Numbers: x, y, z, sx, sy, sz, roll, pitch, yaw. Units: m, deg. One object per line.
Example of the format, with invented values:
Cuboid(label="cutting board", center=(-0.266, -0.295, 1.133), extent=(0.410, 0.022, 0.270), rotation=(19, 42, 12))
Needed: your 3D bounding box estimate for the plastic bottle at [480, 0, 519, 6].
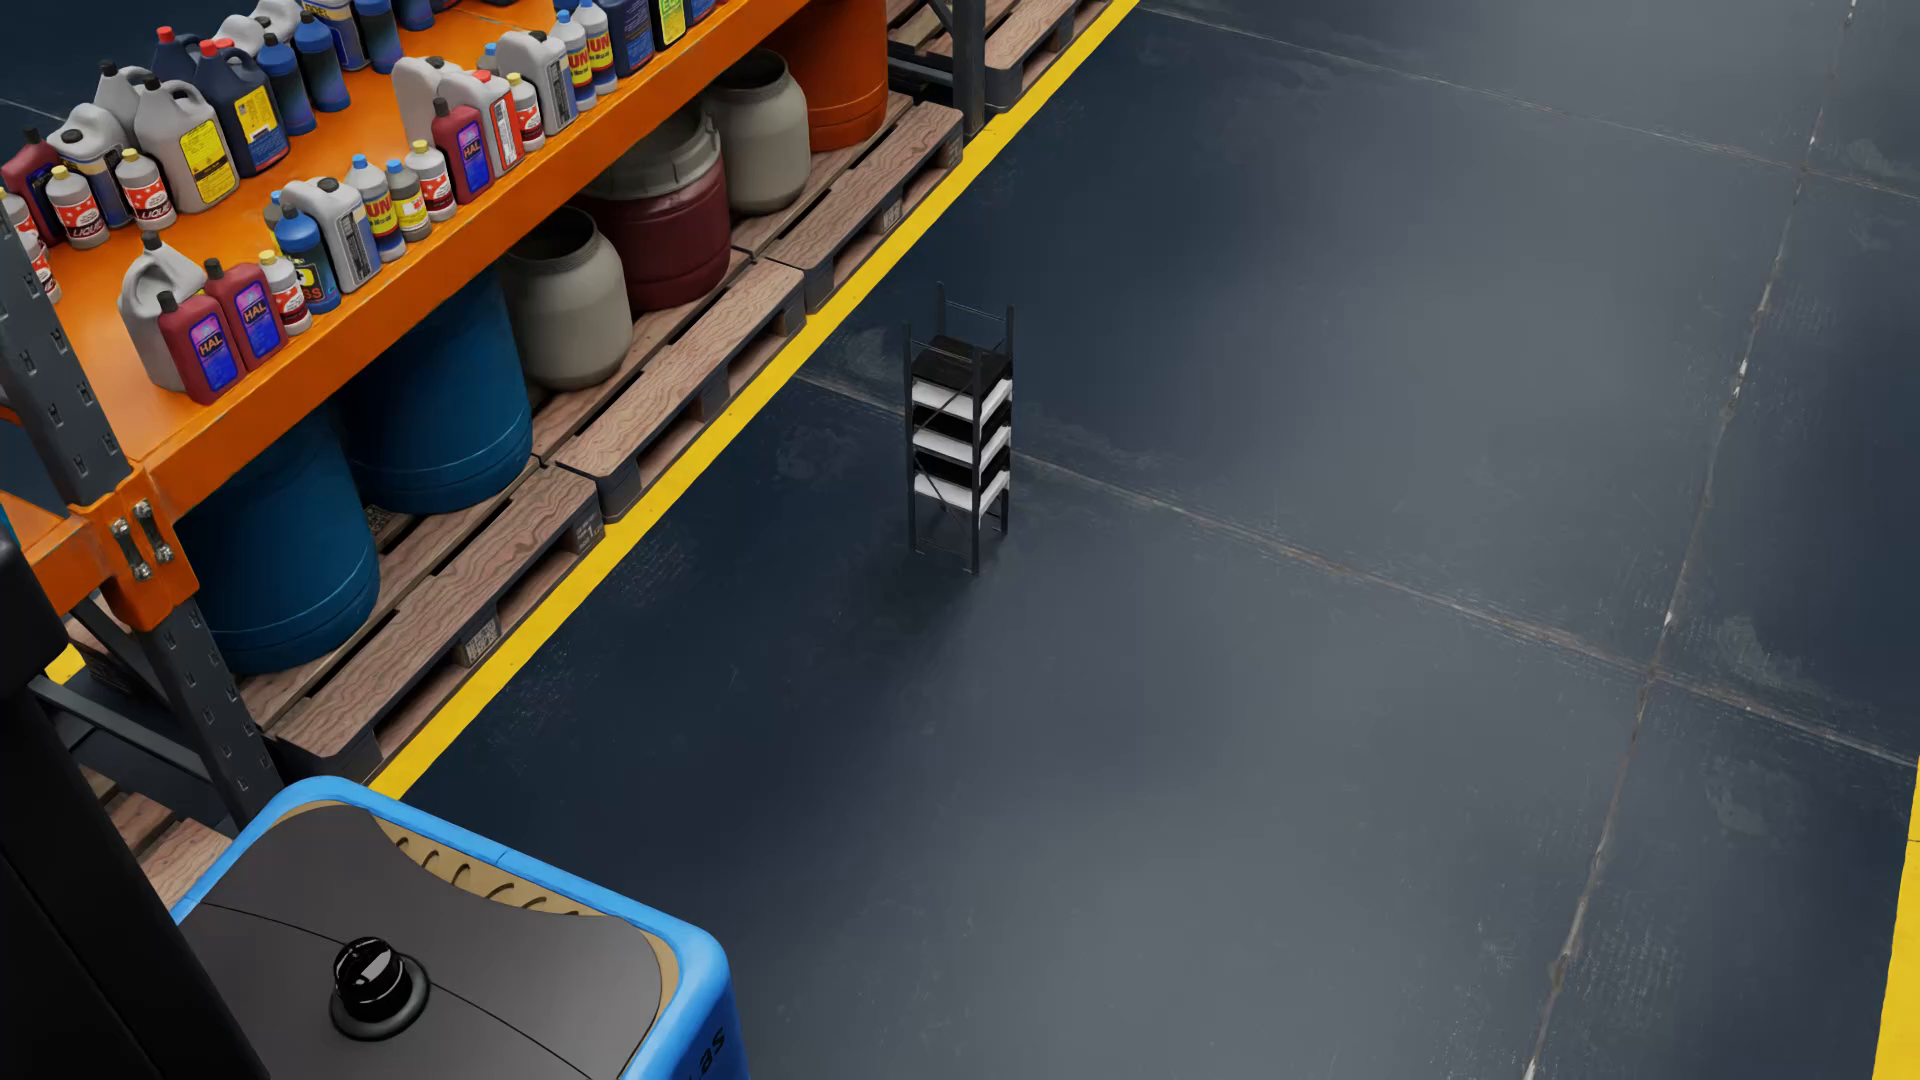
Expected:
Cuboid(label="plastic bottle", center=(-1.379, -1.794, 4.949), extent=(0.144, 0.351, 0.185), rotation=(20, 49, 19))

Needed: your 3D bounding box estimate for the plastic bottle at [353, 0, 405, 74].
Cuboid(label="plastic bottle", center=(-1.635, -1.455, 4.669), extent=(0.097, 0.271, 0.097), rotation=(0, 45, 0))

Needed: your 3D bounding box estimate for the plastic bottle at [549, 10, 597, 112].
Cuboid(label="plastic bottle", center=(-1.056, -1.310, 4.526), extent=(0.097, 0.271, 0.097), rotation=(0, 45, 0))

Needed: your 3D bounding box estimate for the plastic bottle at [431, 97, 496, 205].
Cuboid(label="plastic bottle", center=(-1.264, -1.004, 4.216), extent=(0.061, 0.283, 0.133), rotation=(20, 49, 19))

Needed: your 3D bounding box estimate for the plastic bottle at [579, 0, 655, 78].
Cuboid(label="plastic bottle", center=(-0.967, -1.496, 4.654), extent=(0.144, 0.351, 0.185), rotation=(20, 49, 19))

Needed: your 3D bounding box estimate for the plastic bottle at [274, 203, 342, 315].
Cuboid(label="plastic bottle", center=(-1.532, -0.665, 3.888), extent=(0.097, 0.271, 0.097), rotation=(0, 45, 0))

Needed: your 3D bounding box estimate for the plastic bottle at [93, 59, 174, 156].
Cuboid(label="plastic bottle", center=(-2.088, -1.065, 4.229), extent=(0.144, 0.351, 0.185), rotation=(20, 49, 19))

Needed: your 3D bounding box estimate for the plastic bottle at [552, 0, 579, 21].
Cuboid(label="plastic bottle", center=(-1.094, -1.480, 4.694), extent=(0.097, 0.271, 0.097), rotation=(0, 45, 0))

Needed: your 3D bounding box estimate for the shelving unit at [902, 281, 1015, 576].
Cuboid(label="shelving unit", center=(-0.004, -0.311, 4.925), extent=(0.258, 0.900, 0.210), rotation=(20, 49, 19))

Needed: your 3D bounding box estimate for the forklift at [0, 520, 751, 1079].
Cuboid(label="forklift", center=(-1.477, 1.268, 1.936), extent=(1.130, 2.935, 3.031), rotation=(18, 48, 17))

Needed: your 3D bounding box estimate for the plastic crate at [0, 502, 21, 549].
Cuboid(label="plastic crate", center=(-2.139, -0.004, 3.114), extent=(0.392, 0.384, 0.575), rotation=(20, 49, 19))

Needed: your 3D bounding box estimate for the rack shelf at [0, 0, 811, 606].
Cuboid(label="rack shelf", center=(-1.296, -1.403, 5.033), extent=(1.077, 0.370, 4.000), rotation=(20, 49, 19))

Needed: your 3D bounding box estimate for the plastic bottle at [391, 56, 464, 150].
Cuboid(label="plastic bottle", center=(-1.377, -1.151, 4.366), extent=(0.152, 0.276, 0.135), rotation=(20, 49, 19))

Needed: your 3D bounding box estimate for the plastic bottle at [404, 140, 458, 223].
Cuboid(label="plastic bottle", center=(-1.334, -0.909, 4.179), extent=(0.097, 0.201, 0.097), rotation=(0, 45, 0))

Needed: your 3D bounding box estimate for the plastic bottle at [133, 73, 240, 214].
Cuboid(label="plastic bottle", center=(-1.960, -1.018, 4.182), extent=(0.144, 0.351, 0.185), rotation=(20, 49, 19))

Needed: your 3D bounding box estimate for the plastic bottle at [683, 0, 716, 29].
Cuboid(label="plastic bottle", center=(-0.819, -1.696, 4.852), extent=(0.144, 0.351, 0.185), rotation=(20, 49, 19))

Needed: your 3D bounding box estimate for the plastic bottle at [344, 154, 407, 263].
Cuboid(label="plastic bottle", center=(-1.424, -0.811, 4.033), extent=(0.097, 0.271, 0.097), rotation=(0, 45, 0))

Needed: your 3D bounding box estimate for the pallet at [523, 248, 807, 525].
Cuboid(label="pallet", center=(-1.264, -0.659, 5.753), extent=(1.003, 0.211, 1.213), rotation=(20, 49, 19))

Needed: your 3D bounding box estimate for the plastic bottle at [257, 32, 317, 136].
Cuboid(label="plastic bottle", center=(-1.805, -1.224, 4.441), extent=(0.097, 0.271, 0.097), rotation=(0, 45, 0))

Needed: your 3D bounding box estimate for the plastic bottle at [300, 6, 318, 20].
Cuboid(label="plastic bottle", center=(-1.832, -1.396, 4.660), extent=(0.097, 0.201, 0.097), rotation=(0, 45, 0))

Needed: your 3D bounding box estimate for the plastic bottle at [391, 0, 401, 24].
Cuboid(label="plastic bottle", center=(-1.687, -1.649, 4.853), extent=(0.061, 0.283, 0.133), rotation=(20, 49, 19))

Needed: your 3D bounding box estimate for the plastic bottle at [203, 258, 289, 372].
Cuboid(label="plastic bottle", center=(-1.614, -0.529, 3.746), extent=(0.061, 0.283, 0.133), rotation=(20, 49, 19))

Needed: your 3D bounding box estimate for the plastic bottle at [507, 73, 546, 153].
Cuboid(label="plastic bottle", center=(-1.164, -1.139, 4.406), extent=(0.097, 0.201, 0.097), rotation=(0, 45, 0))

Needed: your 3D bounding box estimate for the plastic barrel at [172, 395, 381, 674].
Cuboid(label="plastic barrel", center=(-1.957, -0.143, 4.462), extent=(0.600, 0.901, 0.708), rotation=(20, 49, 19))

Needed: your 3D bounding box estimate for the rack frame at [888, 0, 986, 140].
Cuboid(label="rack frame", center=(-0.368, -2.916, 6.023), extent=(1.000, 3.000, 0.127), rotation=(20, 49, 19))

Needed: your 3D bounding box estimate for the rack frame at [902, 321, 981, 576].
Cuboid(label="rack frame", center=(-0.051, -0.247, 4.862), extent=(0.240, 0.900, 0.006), rotation=(20, 49, 19))

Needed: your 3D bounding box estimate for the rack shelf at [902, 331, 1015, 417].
Cuboid(label="rack shelf", center=(-0.004, -0.478, 4.757), extent=(0.258, 0.077, 0.200), rotation=(20, 49, 19))

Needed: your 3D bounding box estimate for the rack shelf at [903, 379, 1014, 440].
Cuboid(label="rack shelf", center=(-0.004, -0.414, 4.821), extent=(0.258, 0.077, 0.200), rotation=(20, 49, 19))

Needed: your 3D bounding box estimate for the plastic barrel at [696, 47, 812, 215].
Cuboid(label="plastic barrel", center=(-0.763, -1.490, 6.067), extent=(0.421, 0.512, 0.421), rotation=(0, 45, 0))

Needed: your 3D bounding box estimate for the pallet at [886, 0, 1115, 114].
Cuboid(label="pallet", center=(0.026, -2.411, 7.484), extent=(1.003, 0.211, 1.213), rotation=(20, 49, 19))

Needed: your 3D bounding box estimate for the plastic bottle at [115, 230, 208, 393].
Cuboid(label="plastic bottle", center=(-1.755, -0.519, 3.688), extent=(0.144, 0.351, 0.185), rotation=(20, 49, 19))

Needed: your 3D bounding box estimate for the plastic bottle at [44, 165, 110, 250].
Cuboid(label="plastic bottle", center=(-2.182, -0.827, 4.098), extent=(0.097, 0.201, 0.097), rotation=(0, 45, 0))

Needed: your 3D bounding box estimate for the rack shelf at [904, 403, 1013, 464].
Cuboid(label="rack shelf", center=(-0.004, -0.351, 4.885), extent=(0.258, 0.077, 0.200), rotation=(20, 49, 19))

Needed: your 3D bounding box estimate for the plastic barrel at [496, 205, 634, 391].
Cuboid(label="plastic barrel", center=(-1.287, -0.778, 5.364), extent=(0.421, 0.512, 0.421), rotation=(0, 45, 0))

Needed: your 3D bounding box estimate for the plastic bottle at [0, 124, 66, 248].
Cuboid(label="plastic bottle", center=(-2.261, -0.870, 4.083), extent=(0.061, 0.283, 0.133), rotation=(20, 49, 19))

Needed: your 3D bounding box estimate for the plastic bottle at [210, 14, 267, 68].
Cuboid(label="plastic bottle", center=(-1.924, -1.255, 4.468), extent=(0.152, 0.276, 0.135), rotation=(20, 49, 19))
